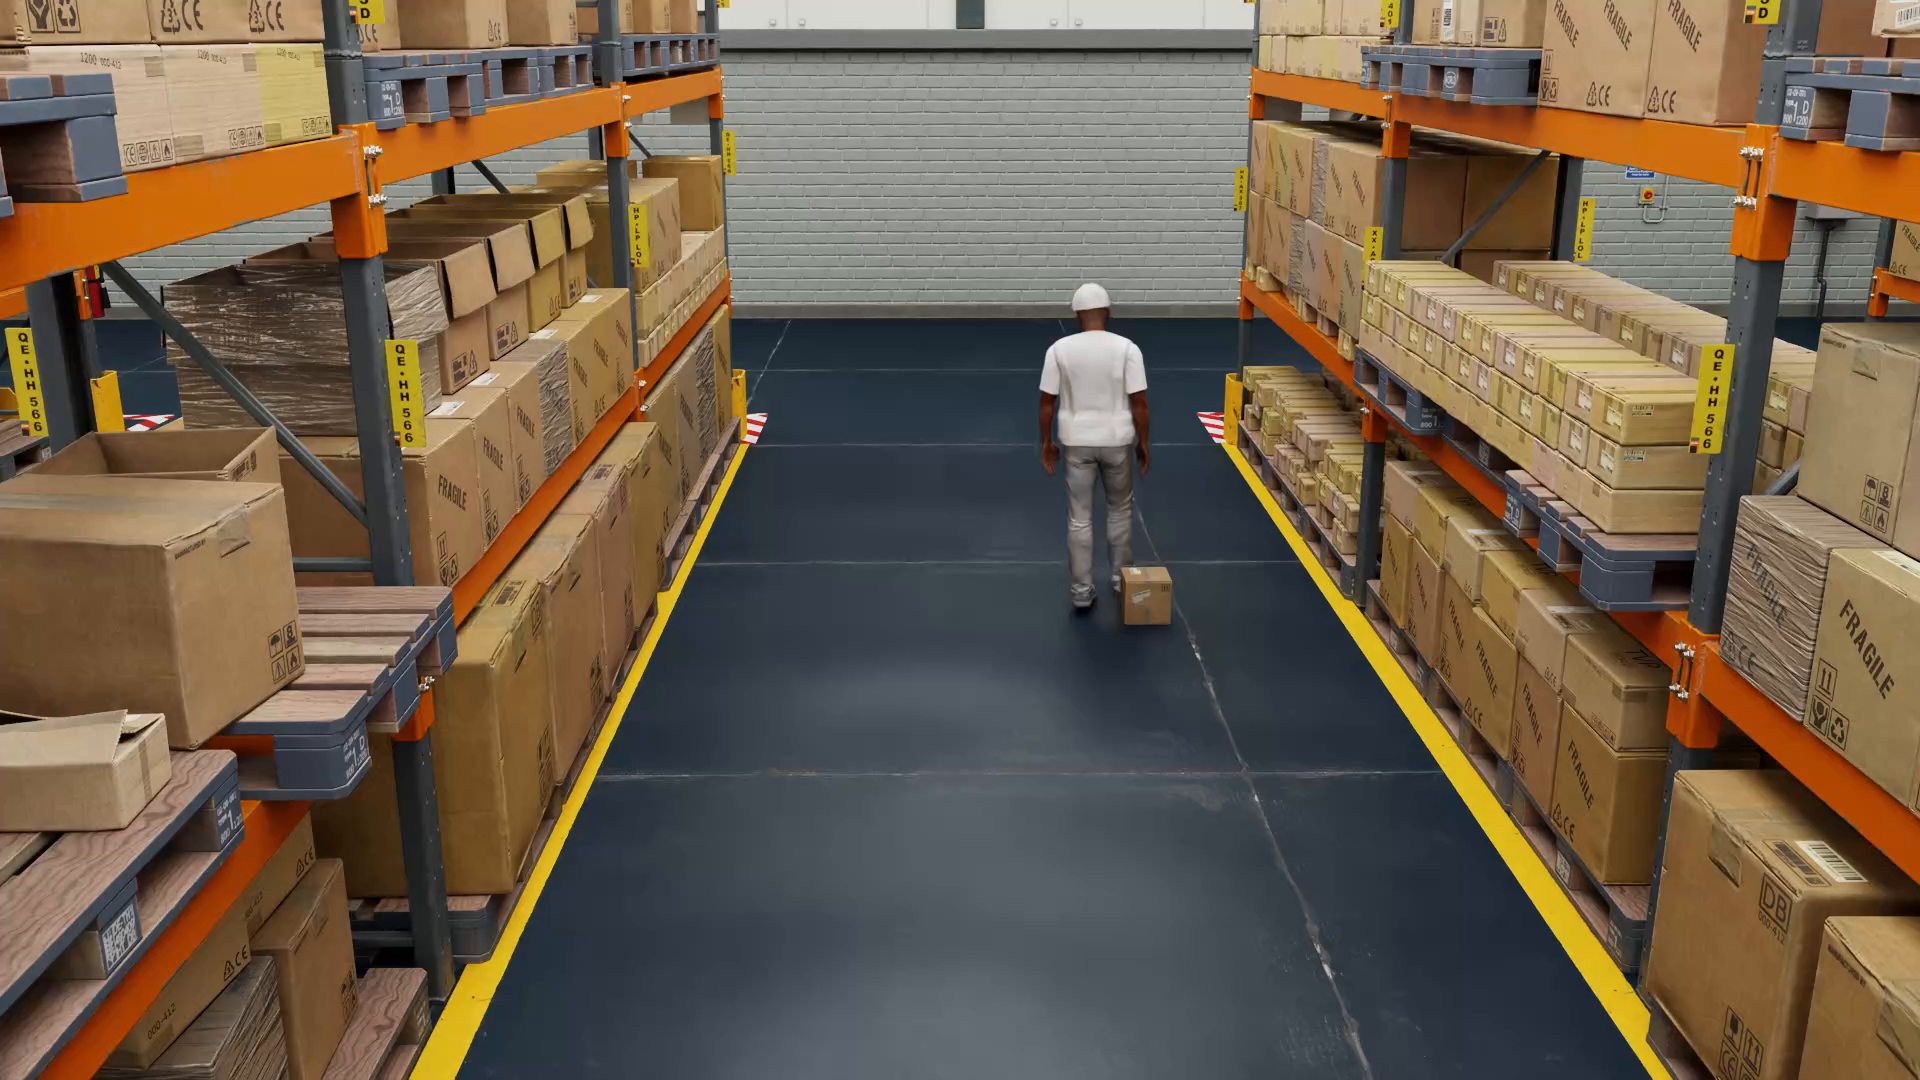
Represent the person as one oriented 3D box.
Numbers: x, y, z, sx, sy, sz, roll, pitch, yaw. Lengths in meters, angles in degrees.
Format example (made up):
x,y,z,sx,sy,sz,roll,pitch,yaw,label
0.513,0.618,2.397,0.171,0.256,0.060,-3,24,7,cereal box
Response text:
x,y,z,sx,sy,sz,roll,pitch,yaw,label
0.756,-0.496,9.168,0.655,1.813,0.568,2,17,7,person
